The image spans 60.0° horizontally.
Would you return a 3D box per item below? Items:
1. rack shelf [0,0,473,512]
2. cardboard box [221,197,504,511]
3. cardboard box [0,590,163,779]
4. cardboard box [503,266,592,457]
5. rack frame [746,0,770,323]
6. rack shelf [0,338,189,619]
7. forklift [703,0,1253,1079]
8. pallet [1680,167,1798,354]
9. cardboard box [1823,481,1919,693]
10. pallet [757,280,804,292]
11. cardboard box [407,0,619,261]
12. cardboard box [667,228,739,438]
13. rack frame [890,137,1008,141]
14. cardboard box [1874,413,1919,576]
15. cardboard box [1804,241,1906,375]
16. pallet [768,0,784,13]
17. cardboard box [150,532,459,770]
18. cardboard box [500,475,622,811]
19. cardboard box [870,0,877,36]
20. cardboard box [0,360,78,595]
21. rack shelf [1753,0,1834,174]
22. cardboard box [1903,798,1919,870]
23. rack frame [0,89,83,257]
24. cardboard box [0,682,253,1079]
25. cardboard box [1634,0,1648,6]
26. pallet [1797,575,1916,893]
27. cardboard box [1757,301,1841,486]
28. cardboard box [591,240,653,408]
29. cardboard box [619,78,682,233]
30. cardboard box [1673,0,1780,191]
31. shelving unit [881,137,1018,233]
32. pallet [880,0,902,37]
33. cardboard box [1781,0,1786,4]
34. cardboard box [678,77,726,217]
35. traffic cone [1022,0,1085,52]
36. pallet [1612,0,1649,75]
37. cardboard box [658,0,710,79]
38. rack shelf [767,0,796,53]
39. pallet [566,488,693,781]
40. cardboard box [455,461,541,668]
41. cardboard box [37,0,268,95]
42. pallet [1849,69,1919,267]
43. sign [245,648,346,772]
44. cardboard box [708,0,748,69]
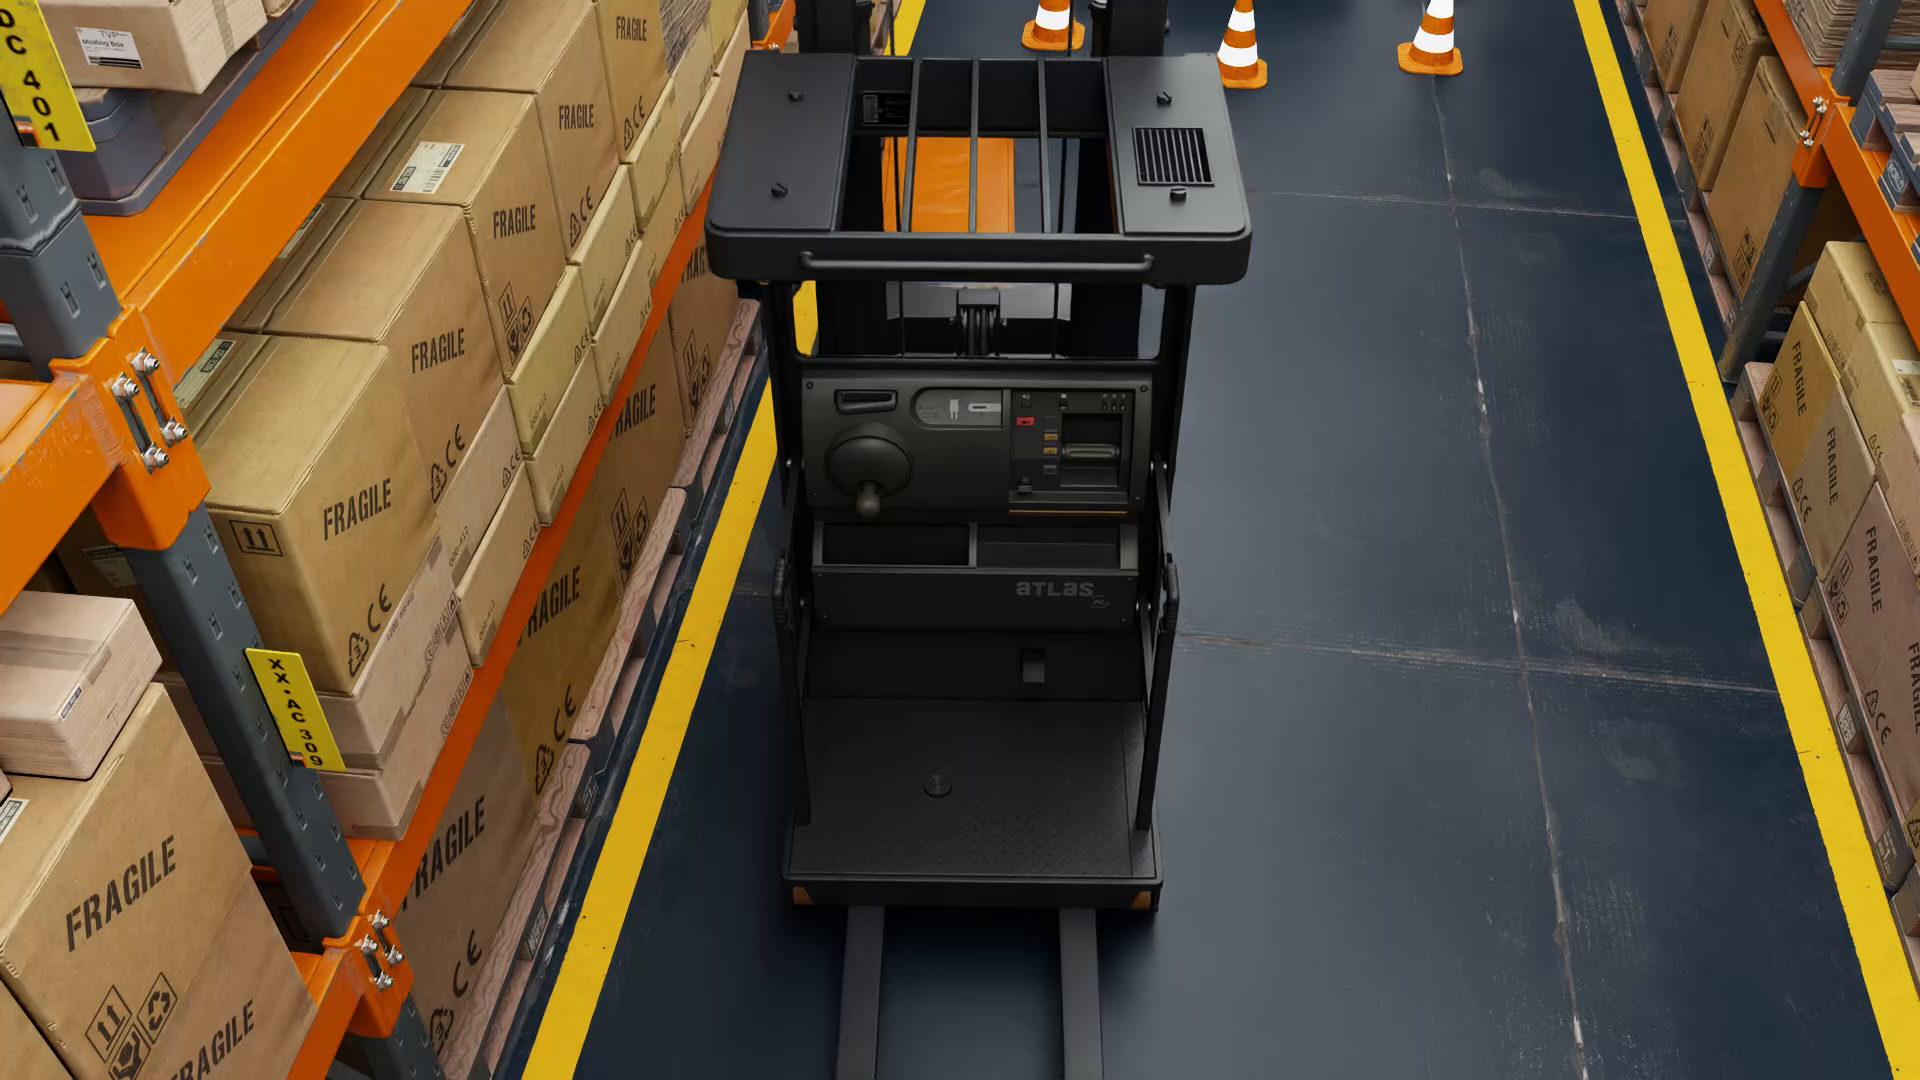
[{"bbox_3d":[-1.501,-1.582,4.080,1.077,0.370,4.000,5,44,6],"label":"rack shelf"},{"bbox_3d":[-1.382,-0.413,3.705,0.500,0.500,0.500,5,44,5],"label":"cardboard box"},{"bbox_3d":[-1.490,0.213,2.572,0.380,0.149,0.250,4,44,5],"label":"cardboard box"},{"bbox_3d":[-1.293,-0.491,4.333,0.500,0.250,0.500,6,44,6],"label":"cardboard box"},{"bbox_3d":[-1.236,-2.117,6.304,1.000,3.000,0.127,5,44,6],"label":"rack frame"},{"bbox_3d":[-2.030,1.144,1.201,1.077,0.370,4.000,5,44,6],"label":"rack shelf"},{"bbox_3d":[0.042,-0.165,4.292,1.130,2.935,3.031,1,43,1],"label":"forklift"},{"bbox_3d":[3.862,-1.254,7.420,1.003,0.211,1.213,5,44,6],"label":"pallet"},{"bbox_3d":[3.211,0.172,5.400,0.500,0.500,0.500,4,44,4],"label":"cardboard box"},{"bbox_3d":[-1.132,-1.637,7.825,1.003,0.211,1.213,5,44,6],"label":"pallet"},{"bbox_3d":[-1.251,-1.108,4.438,0.500,0.500,0.500,5,44,5],"label":"cardboard box"},{"bbox_3d":[-1.410,-1.035,6.401,0.875,0.875,0.875,5,44,5],"label":"cardboard box"},{"bbox_3d":[-0.042,-1.280,6.784,0.500,1.125,0.032,1,43,1],"label":"rack frame"},{"bbox_3d":[3.207,-0.123,5.166,0.500,0.250,0.500,6,44,6],"label":"cardboard box"},{"bbox_3d":[3.352,-0.805,5.886,0.500,0.250,0.500,3,44,4],"label":"cardboard box"},{"bbox_3d":[-1.248,-2.543,6.893,1.213,0.211,1.003,5,44,6],"label":"pallet"},{"bbox_3d":[-1.428,0.208,3.594,0.500,0.250,0.500,4,44,4],"label":"cardboard box"},{"bbox_3d":[-1.651,0.182,5.116,0.875,0.875,0.875,6,44,7],"label":"cardboard box"},{"bbox_3d":[-0.956,-2.719,8.546,0.950,0.372,0.625,7,44,7],"label":"cardboard box"},{"bbox_3d":[-1.955,-0.117,3.392,0.500,0.500,0.500,7,44,7],"label":"cardboard box"},{"bbox_3d":[3.948,-2.838,7.588,1.077,0.370,4.000,5,44,6],"label":"rack shelf"},{"bbox_3d":[3.071,0.869,4.664,0.500,0.500,0.500,4,44,5],"label":"cardboard box"},{"bbox_3d":[-1.765,-1.569,1.362,1.000,3.000,0.127,5,44,6],"label":"rack frame"},{"bbox_3d":[-1.554,0.557,2.681,0.500,0.500,0.500,5,44,5],"label":"cardboard box"},{"bbox_3d":[4.219,-3.366,8.954,1.050,0.750,0.750,5,44,5],"label":"cardboard box"},{"bbox_3d":[3.415,0.638,5.422,1.003,0.211,1.213,5,44,6],"label":"pallet"},{"bbox_3d":[3.337,-0.522,6.132,0.500,0.500,0.500,4,44,4],"label":"cardboard box"},{"bbox_3d":[-1.220,-0.653,4.867,0.500,0.250,0.500,5,44,5],"label":"cardboard box"},{"bbox_3d":[-1.160,-1.190,5.071,0.500,0.250,0.500,4,44,4],"label":"cardboard box"},{"bbox_3d":[3.965,-2.074,7.590,1.050,0.750,0.750,6,44,6],"label":"cardboard box"},{"bbox_3d":[-0.050,-0.931,6.415,0.538,1.125,1.048,1,43,1],"label":"shelving unit"},{"bbox_3d":[-0.809,-3.300,9.581,1.003,0.211,1.213,5,44,6],"label":"pallet"},{"bbox_3d":[3.544,-2.443,6.576,0.500,0.500,0.500,5,44,6],"label":"cardboard box"},{"bbox_3d":[-1.098,-1.345,5.597,0.500,0.250,0.500,6,44,6],"label":"cardboard box"},{"bbox_3d":[0.516,-2.949,9.028,0.336,0.463,0.334,5,44,6],"label":"traffic cone"},{"bbox_3d":[4.185,-2.917,9.177,1.003,0.211,1.213,5,44,6],"label":"pallet"},{"bbox_3d":[-1.105,-1.790,5.159,0.500,0.500,0.500,6,44,6],"label":"cardboard box"},{"bbox_3d":[-0.972,-3.219,7.991,1.077,0.370,4.000,5,44,6],"label":"rack shelf"},{"bbox_3d":[-1.579,0.255,5.827,1.003,0.211,1.213,5,44,6],"label":"pallet"},{"bbox_3d":[-1.378,0.035,4.140,0.500,0.250,0.500,4,44,4],"label":"cardboard box"},{"bbox_3d":[-1.352,-0.893,2.622,0.396,0.266,0.258,5,44,5],"label":"cardboard box"},{"bbox_3d":[3.695,-1.171,5.444,1.213,0.211,1.003,5,44,6],"label":"pallet"},{"bbox_3d":[-1.215,0.316,3.048,0.100,0.325,0.005,5,44,6],"label":"sign"},{"bbox_3d":[-1.049,-1.891,5.811,0.500,0.250,0.500,5,44,5],"label":"cardboard box"}]
